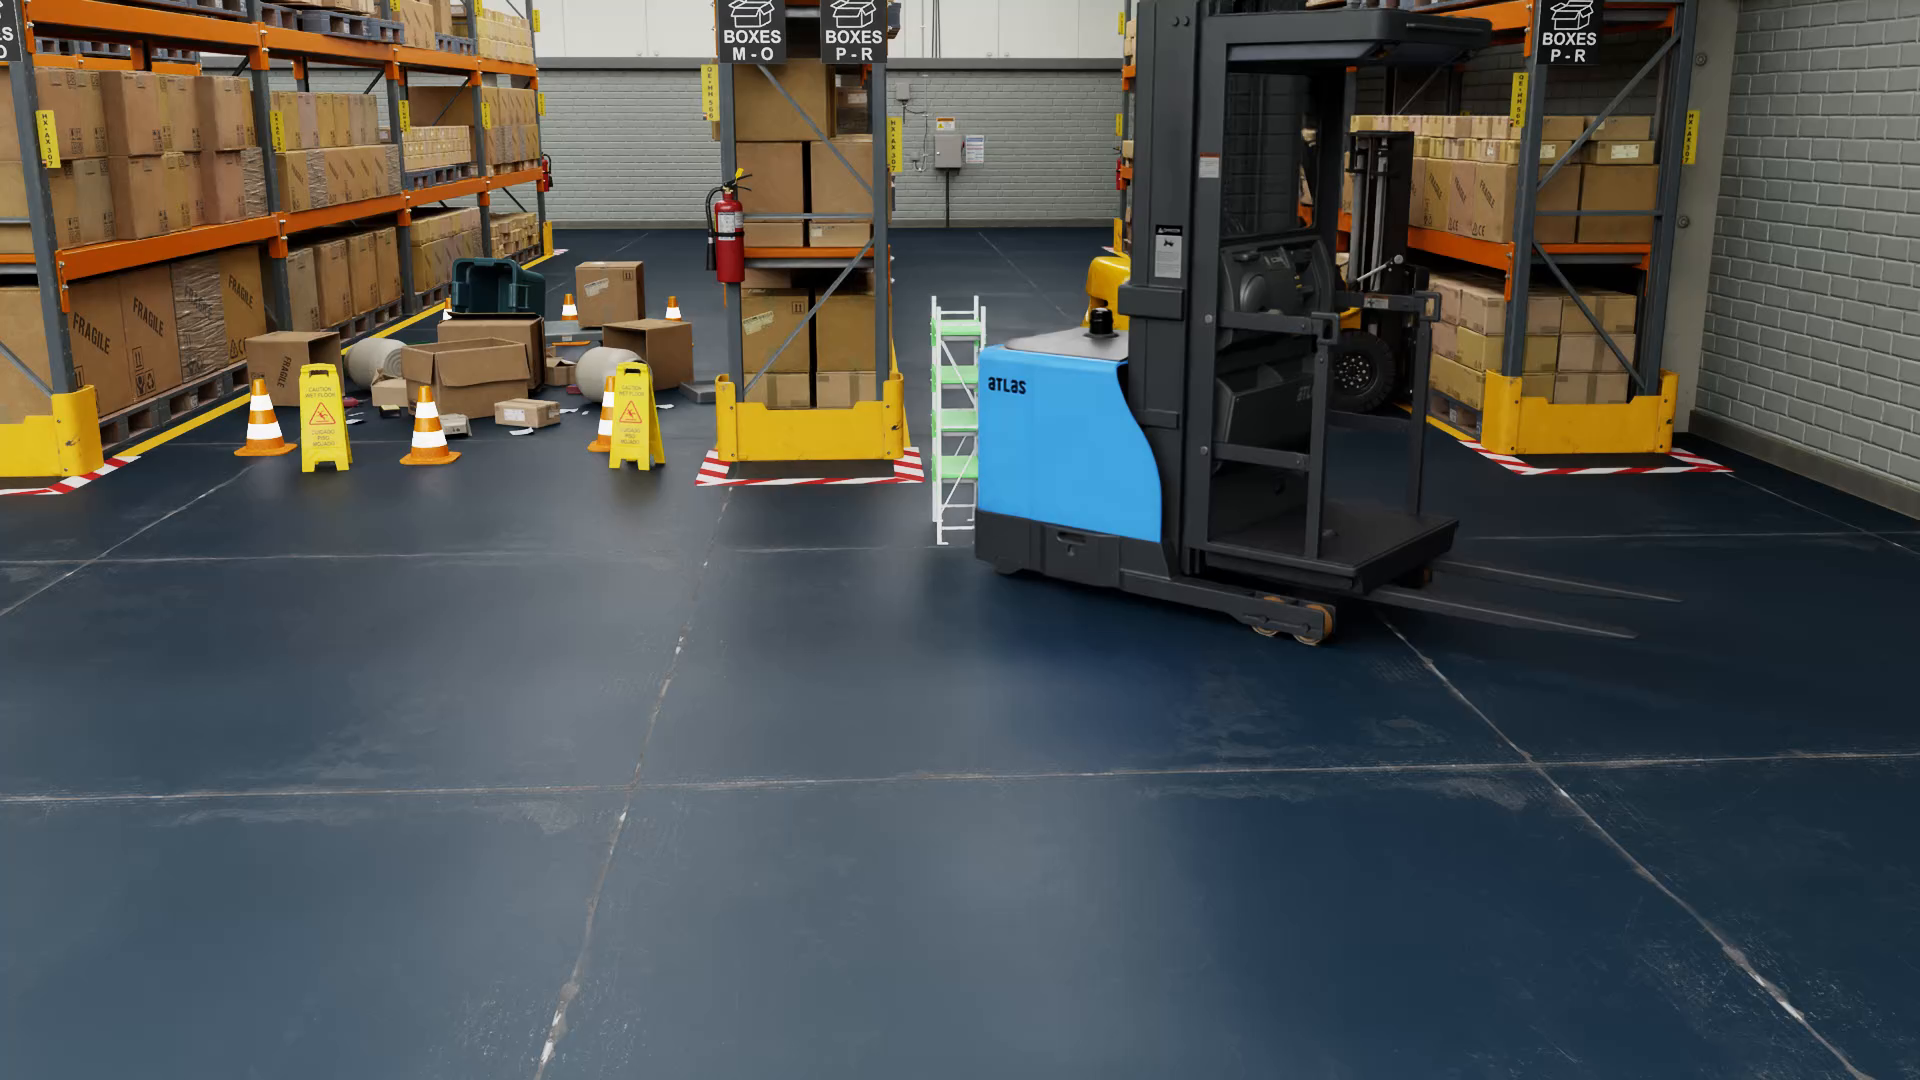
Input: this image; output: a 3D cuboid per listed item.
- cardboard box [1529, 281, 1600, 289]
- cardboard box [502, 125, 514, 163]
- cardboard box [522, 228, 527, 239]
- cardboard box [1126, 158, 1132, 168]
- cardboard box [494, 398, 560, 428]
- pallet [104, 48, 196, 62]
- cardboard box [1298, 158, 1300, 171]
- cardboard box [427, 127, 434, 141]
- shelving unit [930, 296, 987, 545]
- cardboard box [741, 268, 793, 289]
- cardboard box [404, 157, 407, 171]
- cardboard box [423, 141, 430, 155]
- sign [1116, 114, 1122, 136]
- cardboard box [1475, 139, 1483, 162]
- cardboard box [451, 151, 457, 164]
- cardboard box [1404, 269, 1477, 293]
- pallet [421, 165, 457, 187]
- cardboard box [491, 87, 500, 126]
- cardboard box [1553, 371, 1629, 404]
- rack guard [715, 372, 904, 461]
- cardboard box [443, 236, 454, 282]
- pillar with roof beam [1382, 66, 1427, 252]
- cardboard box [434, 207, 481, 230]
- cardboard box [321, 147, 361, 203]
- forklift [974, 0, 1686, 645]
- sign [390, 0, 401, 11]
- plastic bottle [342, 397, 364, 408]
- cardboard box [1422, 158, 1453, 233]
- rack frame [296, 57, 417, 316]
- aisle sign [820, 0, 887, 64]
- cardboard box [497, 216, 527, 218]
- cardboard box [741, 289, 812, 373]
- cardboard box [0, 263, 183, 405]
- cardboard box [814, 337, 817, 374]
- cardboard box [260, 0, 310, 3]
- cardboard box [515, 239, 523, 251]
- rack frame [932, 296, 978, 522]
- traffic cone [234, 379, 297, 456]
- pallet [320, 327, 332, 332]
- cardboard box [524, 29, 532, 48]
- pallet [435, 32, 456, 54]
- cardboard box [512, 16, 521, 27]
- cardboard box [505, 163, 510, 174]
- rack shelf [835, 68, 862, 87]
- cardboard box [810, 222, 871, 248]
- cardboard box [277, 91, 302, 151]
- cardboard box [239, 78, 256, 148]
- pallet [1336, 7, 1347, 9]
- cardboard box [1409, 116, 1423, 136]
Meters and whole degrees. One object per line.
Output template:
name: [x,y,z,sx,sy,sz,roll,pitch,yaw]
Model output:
cardboard box: [4.134,-1.658,11.621,0.500,0.250,0.500,-1,14,-3]
cardboard box: [-6.435,-5.429,22.811,0.500,0.500,0.500,-1,14,-5]
cardboard box: [-6.474,-4.438,24.037,0.380,0.149,0.250,-1,14,-3]
cardboard box: [2.765,-5.827,25.659,0.380,0.149,0.250,-1,14,-4]
cardboard box: [-3.042,-0.892,11.695,0.380,0.149,0.250,7,16,26]
pallet: [-11.770,-7.030,23.987,1.003,0.211,1.213,-1,14,-3]
cardboard box: [3.411,-3.593,15.770,0.500,0.250,0.500,-1,14,-2]
cardboard box: [-6.293,-4.681,19.166,0.380,0.149,0.250,0,14,-2]
shelving unit: [-0.010,-0.622,8.537,0.258,1.200,0.503,-1,14,-3]
cardboard box: [-1.344,-1.813,11.420,0.380,0.149,0.250,0,14,-2]
cardboard box: [-6.201,-4.062,17.957,0.380,0.149,0.250,-1,14,-4]
cardboard box: [-6.273,-4.474,18.959,0.380,0.149,0.250,-1,14,-3]
sign: [2.476,-6.446,25.821,0.100,0.325,0.005,-1,14,-3]
cardboard box: [3.708,-2.629,11.221,0.380,0.149,0.250,-1,14,-2]
cardboard box: [-6.355,-4.658,20.272,0.380,0.149,0.250,-2,15,-6]
cardboard box: [3.567,-1.900,12.559,0.500,0.250,0.500,-1,14,-5]
pallet: [-6.538,-4.265,19.468,1.003,0.211,1.213,-1,14,-3]
cardboard box: [-6.454,-5.782,22.176,0.500,0.500,0.500,-1,14,-5]
cardboard box: [4.174,-1.053,11.273,0.500,0.250,0.500,-1,14,-3]
rack guard: [-0.949,-0.786,10.580,1.175,0.500,0.348,-1,14,-3]
cardboard box: [-6.235,-3.291,19.473,0.500,0.500,0.500,-1,14,-5]
pillar with roof beam: [0.197,-6.574,16.017,9.100,9.000,0.400,-1,14,-3]
cardboard box: [-6.324,-4.036,20.860,0.500,0.250,0.500,-1,14,-5]
cardboard box: [-5.982,-3.431,15.641,0.500,0.500,0.500,-1,14,-3]
forklift: [1.540,-1.136,7.060,3.031,2.935,1.130,11,18,37]
sign: [-5.820,-5.614,17.110,0.100,0.325,0.005,-1,14,-3]
plastic bottle: [-4.595,-1.023,12.378,0.283,0.061,0.133,-6,16,-23]
cardboard box: [3.662,-2.479,11.941,0.500,0.500,0.500,-1,14,-4]
rack frame: [-6.374,-3.866,17.533,1.000,3.000,0.127,-1,14,-3]
aisle sign: [-0.631,-3.227,9.830,0.394,0.787,0.004,-1,14,-3]
cardboard box: [-6.531,-4.648,24.255,0.380,0.149,0.250,-1,15,-6]
cardboard box: [-1.254,-1.408,11.150,0.500,0.500,0.500,-1,14,-3]
cardboard box: [-6.043,-1.437,11.514,0.875,0.875,0.875,-1,14,-4]
cardboard box: [-1.345,-1.429,12.737,0.500,0.250,0.500,-1,14,-4]
cardboard box: [-5.954,-4.807,14.630,0.380,0.149,0.250,-1,14,-3]
cardboard box: [-6.478,-4.229,23.823,0.380,0.149,0.250,-1,14,-2]
rack frame: [-0.025,-0.683,8.773,0.240,1.200,0.015,-1,14,-3]
traffic cone: [-4.494,-0.802,10.715,0.336,0.463,0.334,-1,14,-3]
pallet: [-6.250,-1.712,14.755,1.003,0.211,1.213,-1,14,-3]
cardboard box: [-6.588,-7.367,24.418,0.500,0.250,0.500,-1,14,-5]
pallet: [-6.623,-5.810,19.444,1.213,0.211,1.003,-1,14,-3]
cardboard box: [-6.498,-7.402,23.754,0.380,0.149,0.250,-1,14,-3]
cardboard box: [-6.443,-5.142,22.994,0.380,0.149,0.250,0,14,-1]
rack shelf: [-1.812,-6.564,23.443,1.077,0.370,4.000,-1,14,-3]
cardboard box: [-0.759,-1.944,10.567,0.380,0.149,0.250,-1,14,-3]
cardboard box: [-6.197,-3.655,14.506,0.700,0.500,0.500,-1,14,-4]
cardboard box: [-6.138,-3.375,13.155,0.875,0.550,0.550,-1,14,-3]
pallet: [3.694,-4.630,14.865,0.805,0.209,1.217,-1,15,-6]
cardboard box: [3.644,-3.154,12.666,0.380,0.149,0.250,-1,14,-4]
